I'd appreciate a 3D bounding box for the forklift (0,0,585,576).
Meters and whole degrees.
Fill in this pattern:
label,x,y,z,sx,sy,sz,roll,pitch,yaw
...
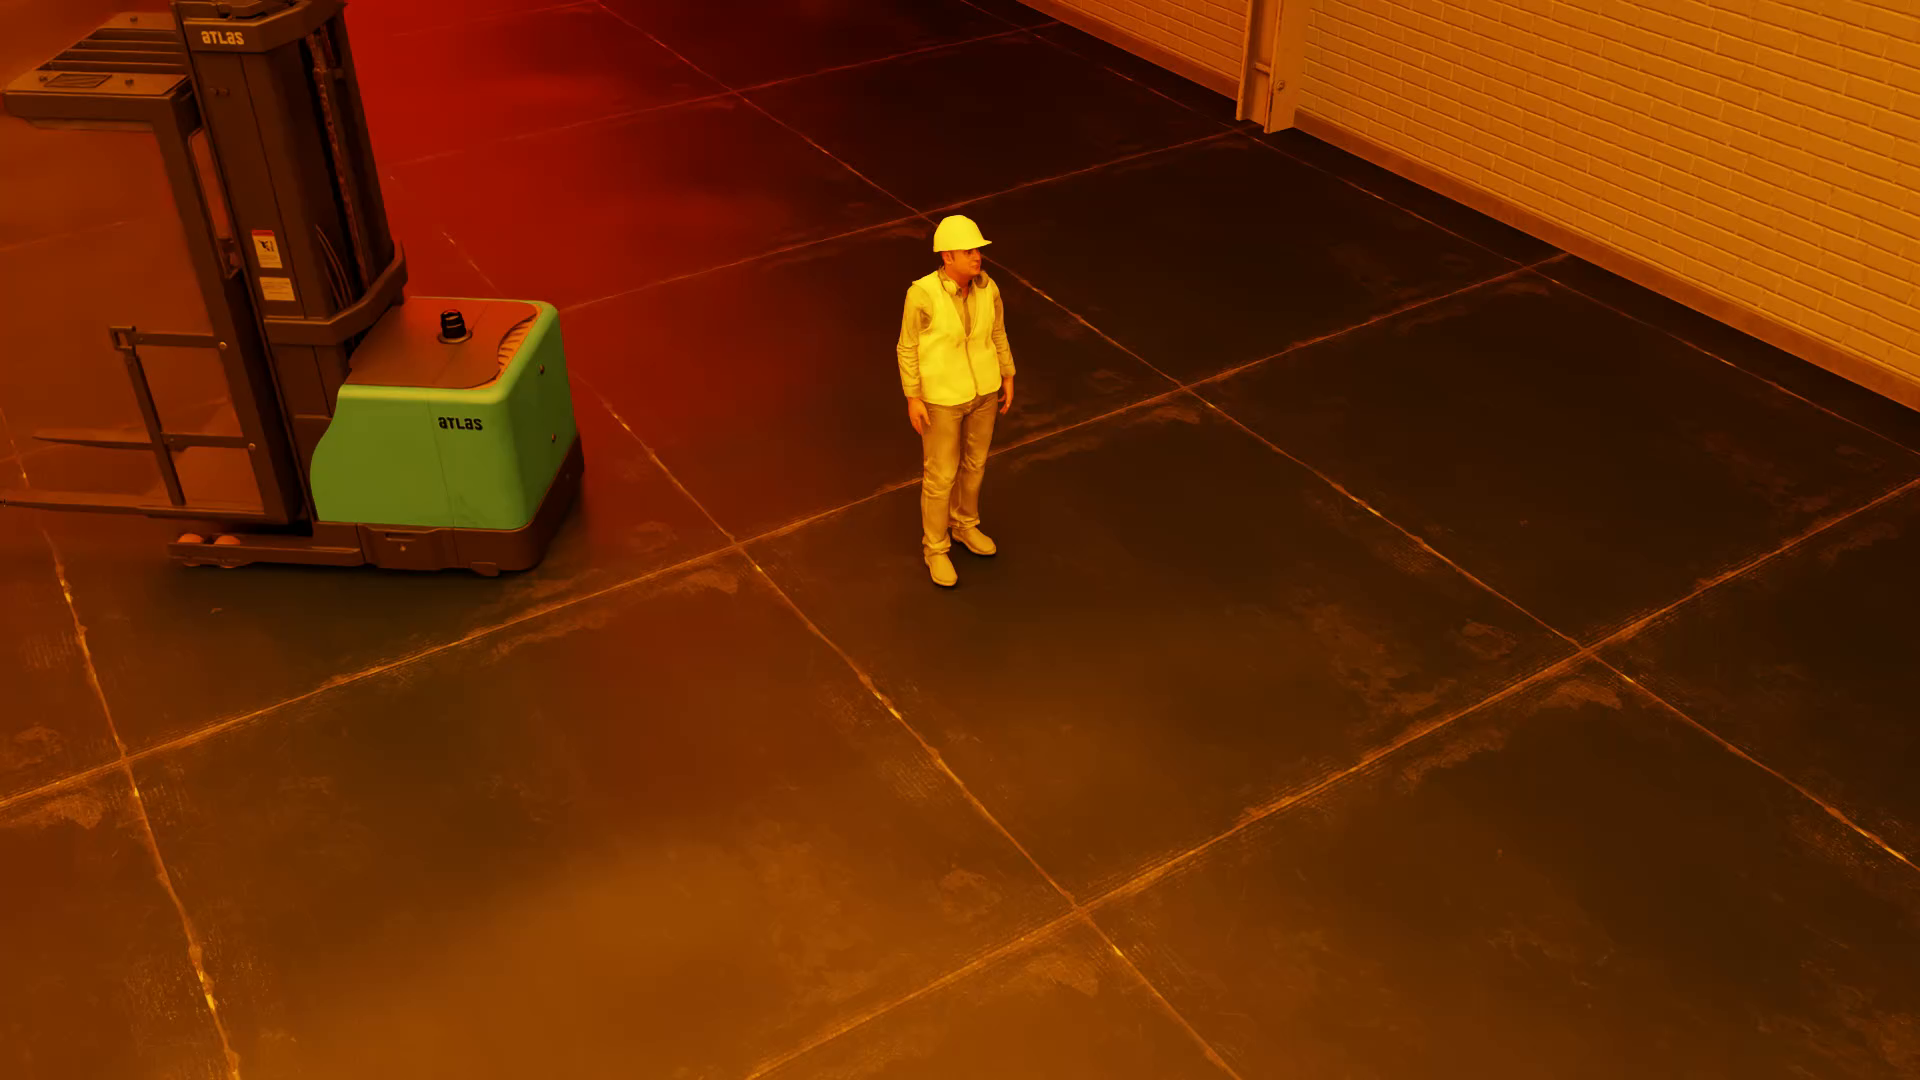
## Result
label,x,y,z,sx,sy,sz,roll,pitch,yaw
forklift,-3.603,-1.354,8.075,3.031,2.935,1.130,3,35,4

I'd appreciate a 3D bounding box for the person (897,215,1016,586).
label,x,y,z,sx,sy,sz,roll,pitch,yaw
person,0.027,-0.700,8.137,0.632,1.773,0.568,-21,40,-27
